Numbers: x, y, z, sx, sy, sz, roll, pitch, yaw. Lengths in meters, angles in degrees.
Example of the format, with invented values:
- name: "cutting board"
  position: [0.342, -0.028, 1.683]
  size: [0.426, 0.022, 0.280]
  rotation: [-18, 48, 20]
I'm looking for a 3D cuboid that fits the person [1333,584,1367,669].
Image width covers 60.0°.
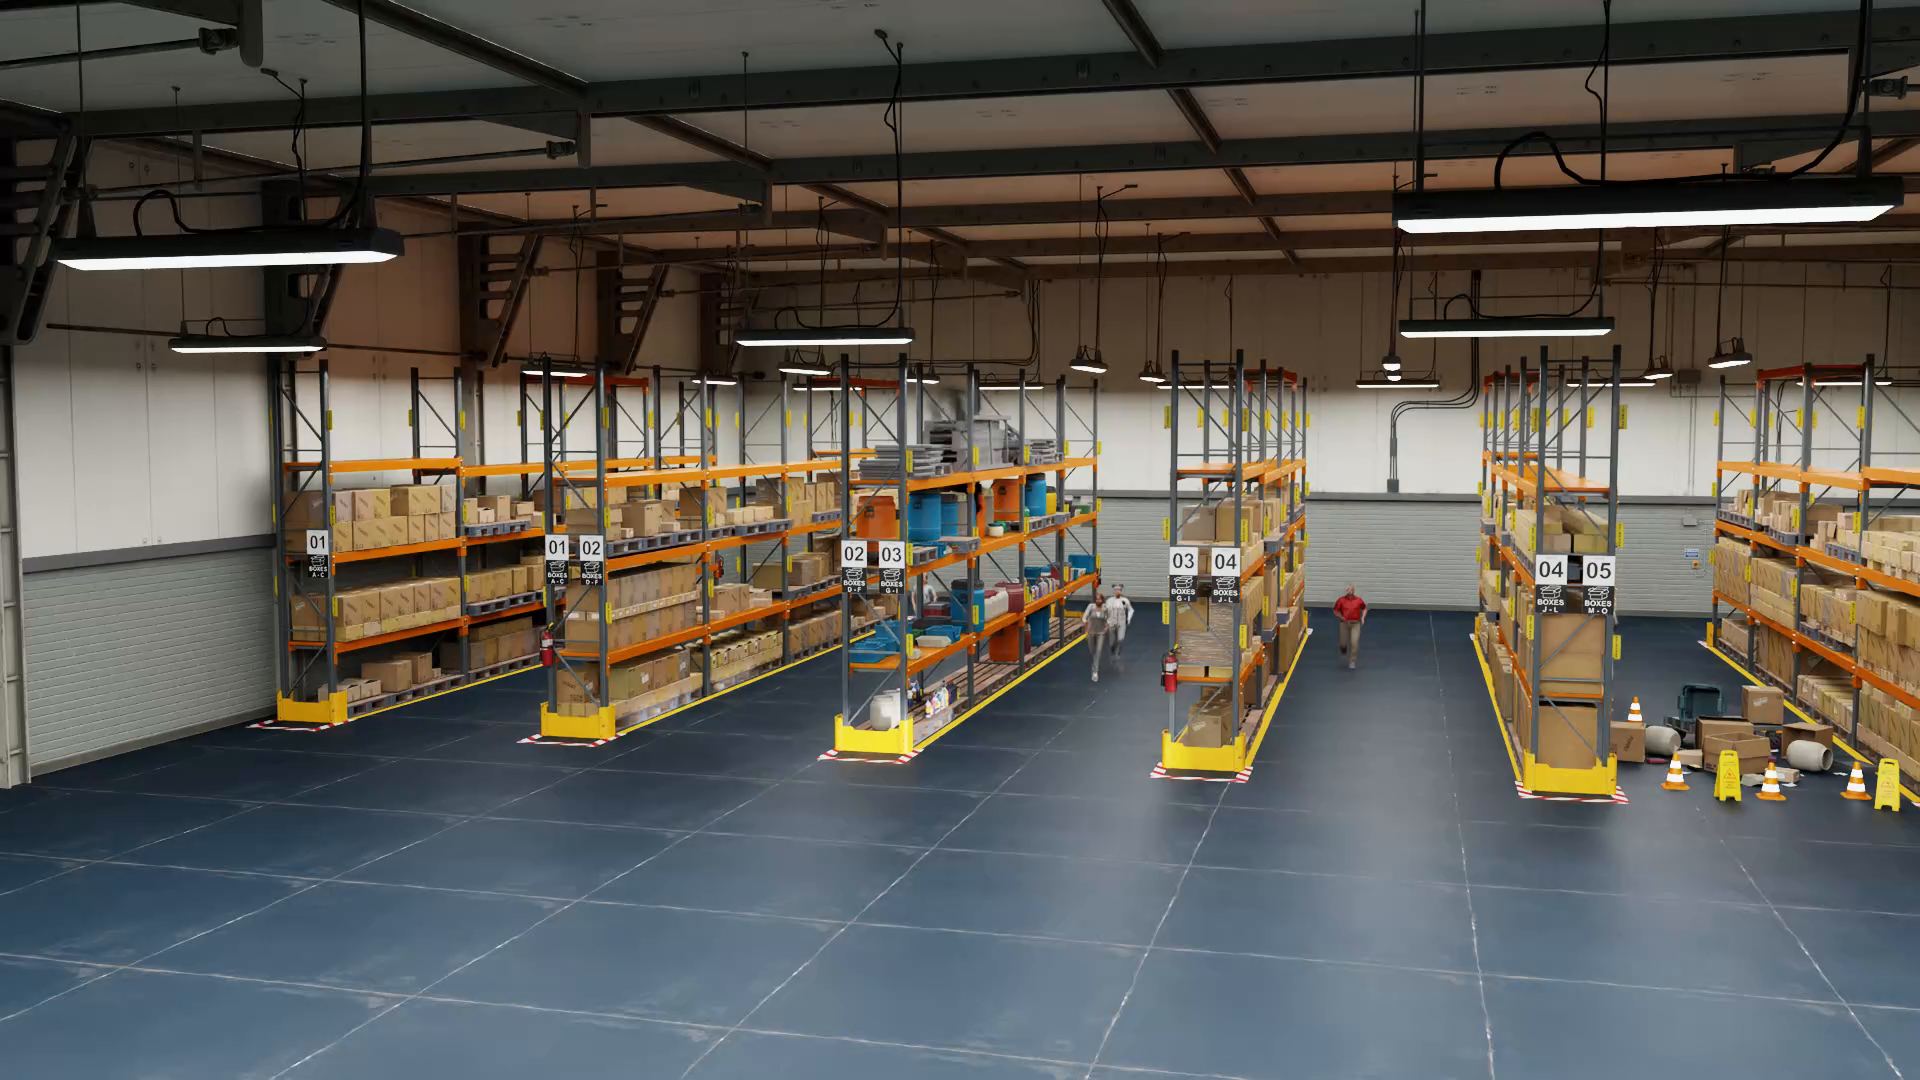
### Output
- name: "person"
  position: [7.898, 1.739, 33.646]
  size: [0.674, 1.682, 0.782]
  rotation: [1, 4, 10]

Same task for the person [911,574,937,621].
- name: "person"
  position: [-0.793, 1.556, 36.732]
  size: [0.585, 1.635, 0.605]
  rotation: [1, 4, 10]

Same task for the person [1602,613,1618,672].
- name: "person"
  position: [11.949, 1.894, 31.067]
  size: [0.670, 1.749, 0.751]
  rotation: [0, 4, 4]

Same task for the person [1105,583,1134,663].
- name: "person"
  position: [3.134, 1.663, 32.950]
  size: [0.625, 1.637, 0.761]
  rotation: [0, 4, 5]

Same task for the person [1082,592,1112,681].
- name: "person"
  position: [2.529, 1.745, 30.687]
  size: [0.543, 1.602, 0.856]
  rotation: [0, 4, 5]
